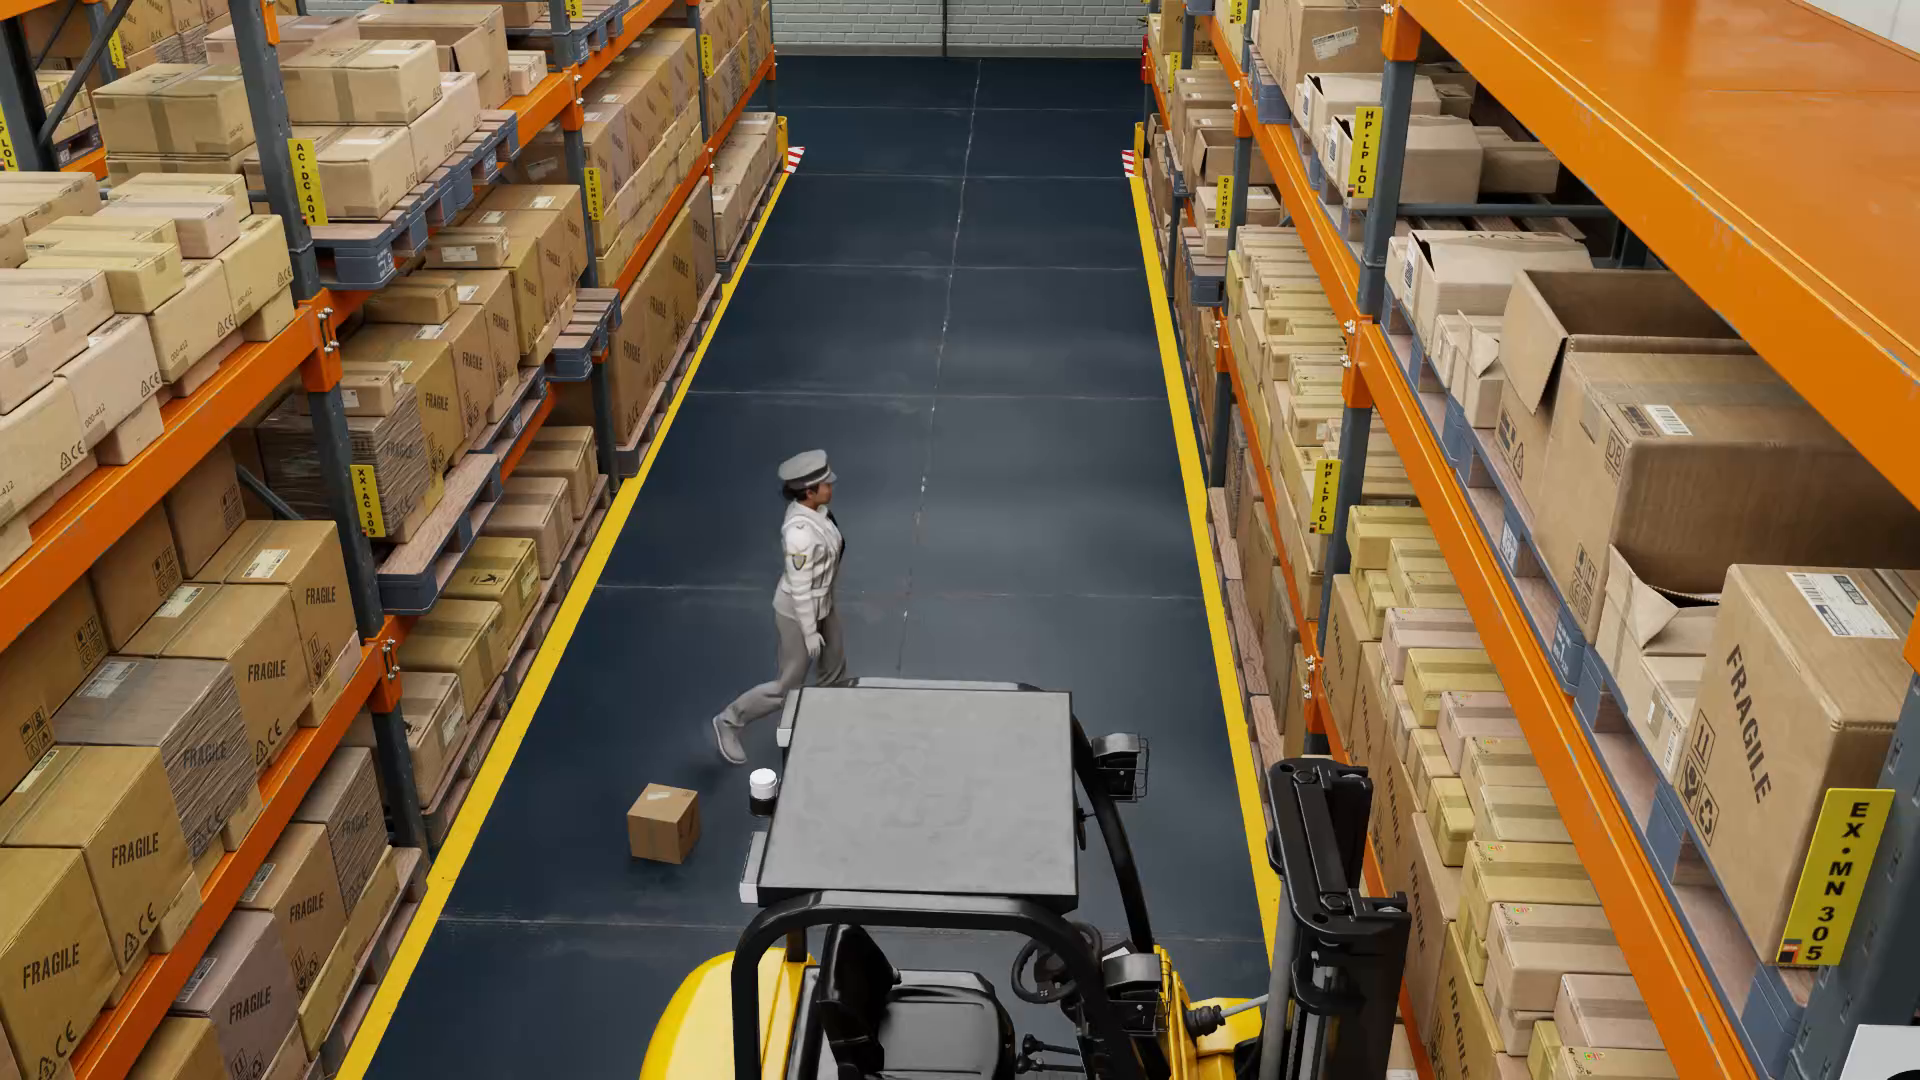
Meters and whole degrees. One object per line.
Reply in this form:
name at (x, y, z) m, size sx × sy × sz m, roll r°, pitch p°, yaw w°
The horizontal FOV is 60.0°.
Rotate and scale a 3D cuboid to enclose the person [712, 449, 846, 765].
person at (-0.836, 0.349, 8.140) m, size 0.821 × 1.663 × 0.511 m, roll 3°, pitch 28°, yaw 5°
